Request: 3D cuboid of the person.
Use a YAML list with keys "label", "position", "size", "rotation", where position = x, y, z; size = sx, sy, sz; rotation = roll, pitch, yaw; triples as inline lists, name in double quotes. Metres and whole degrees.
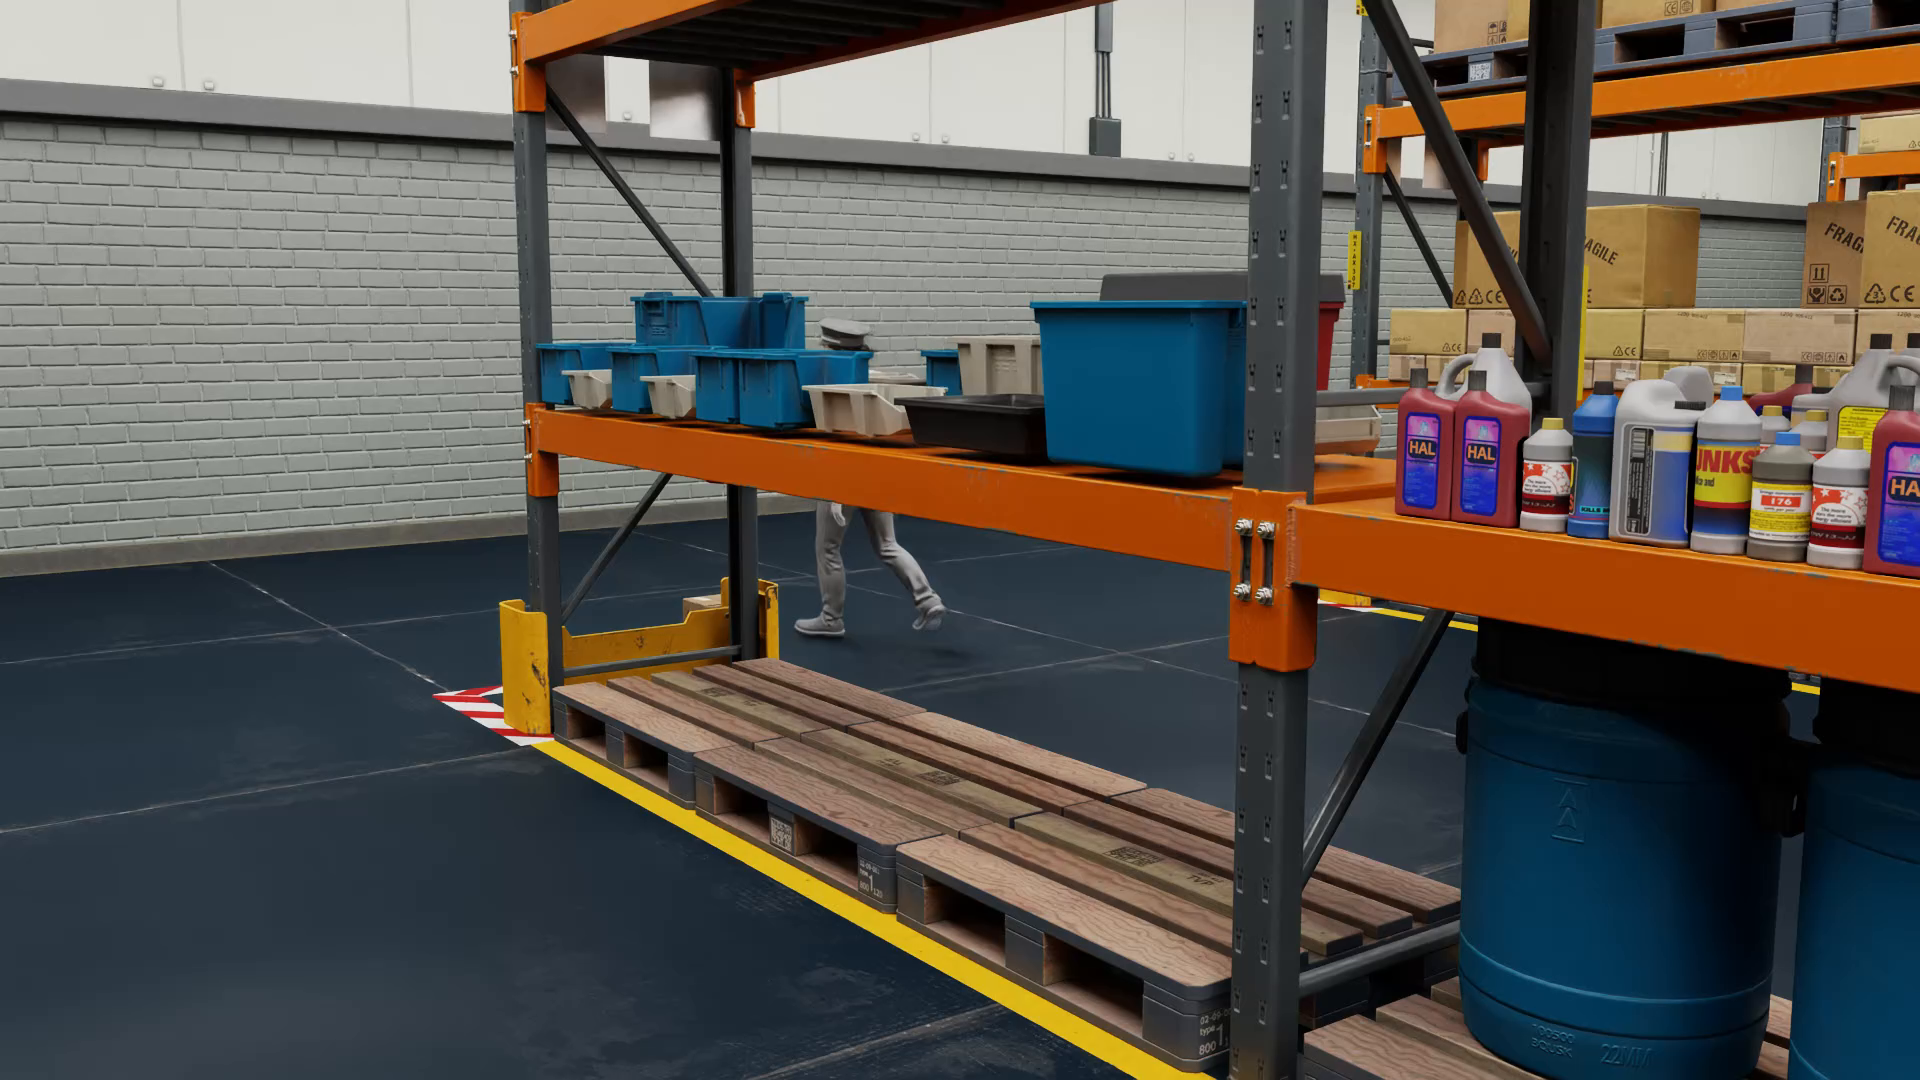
- label: "person"
  position: [-0.492, -0.295, 8.384]
  size: [0.907, 1.639, 0.545]
  rotation: [6, 10, 37]
